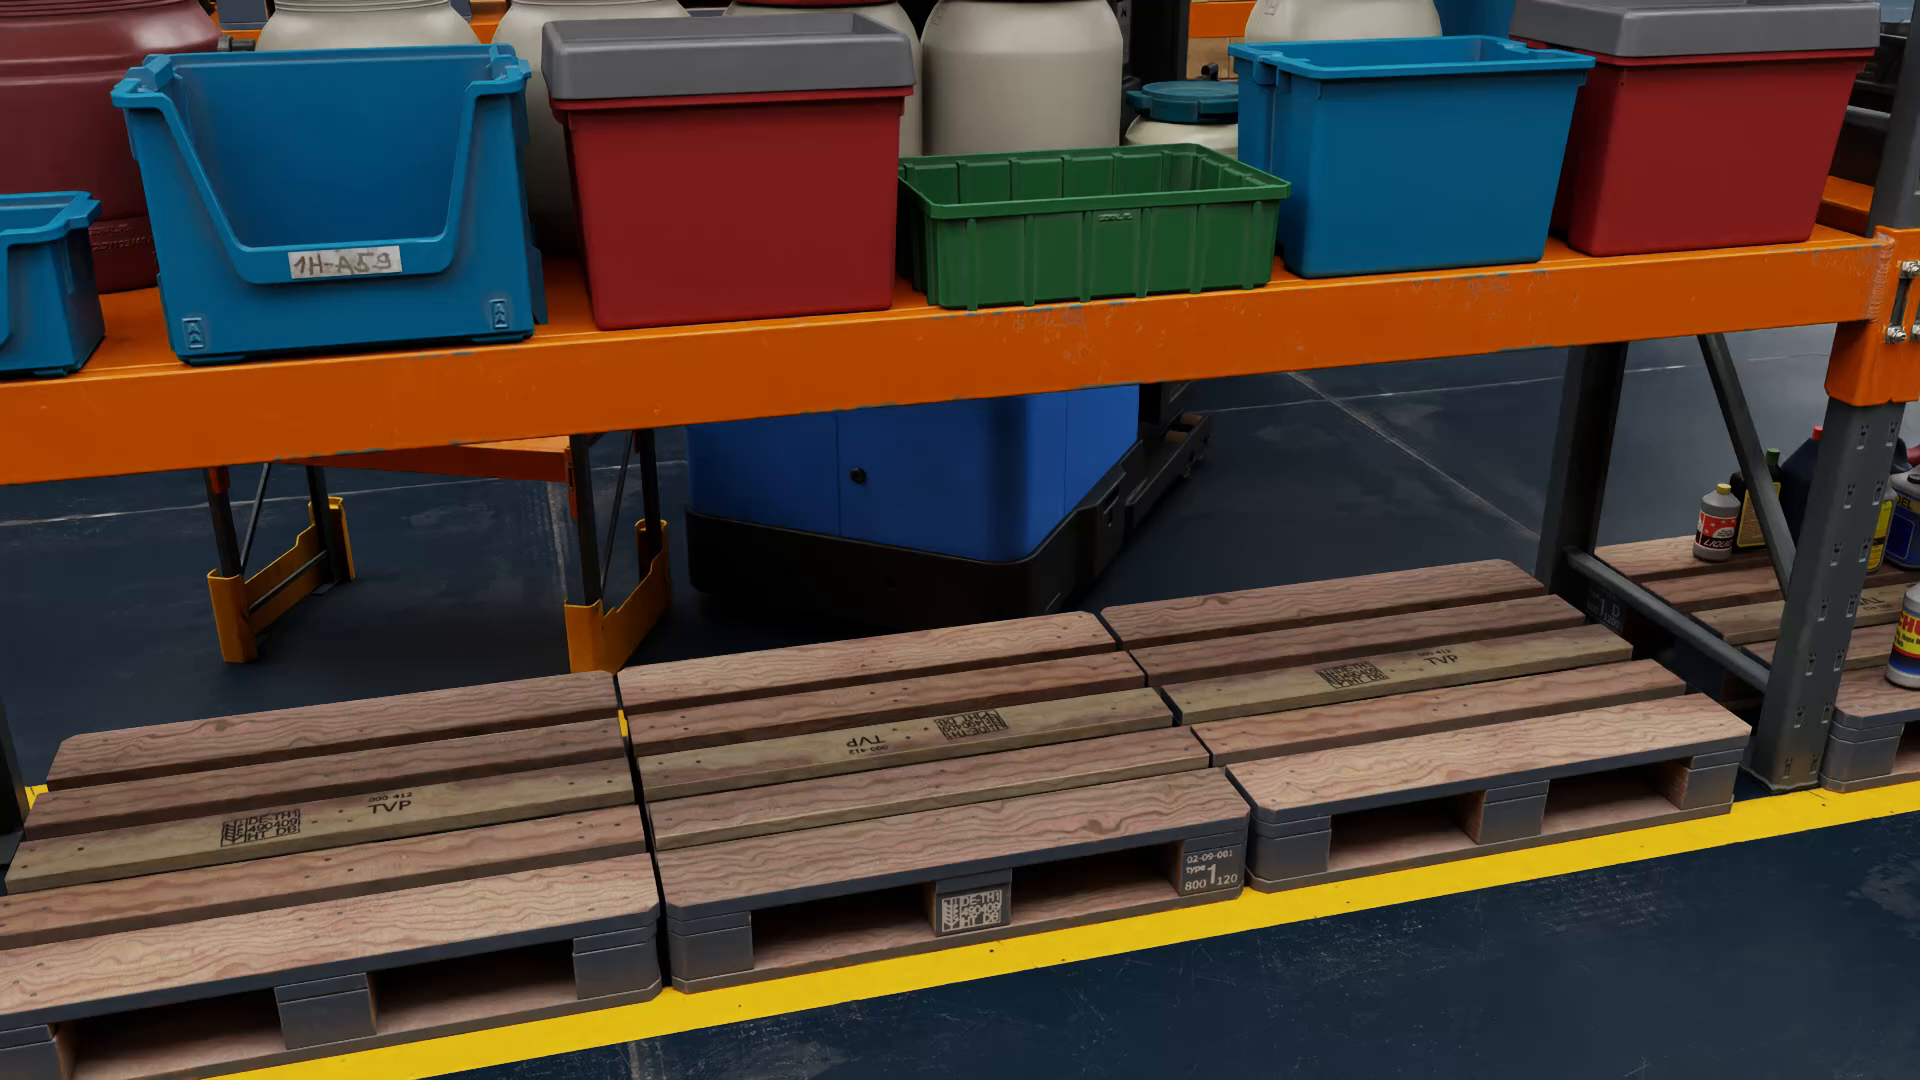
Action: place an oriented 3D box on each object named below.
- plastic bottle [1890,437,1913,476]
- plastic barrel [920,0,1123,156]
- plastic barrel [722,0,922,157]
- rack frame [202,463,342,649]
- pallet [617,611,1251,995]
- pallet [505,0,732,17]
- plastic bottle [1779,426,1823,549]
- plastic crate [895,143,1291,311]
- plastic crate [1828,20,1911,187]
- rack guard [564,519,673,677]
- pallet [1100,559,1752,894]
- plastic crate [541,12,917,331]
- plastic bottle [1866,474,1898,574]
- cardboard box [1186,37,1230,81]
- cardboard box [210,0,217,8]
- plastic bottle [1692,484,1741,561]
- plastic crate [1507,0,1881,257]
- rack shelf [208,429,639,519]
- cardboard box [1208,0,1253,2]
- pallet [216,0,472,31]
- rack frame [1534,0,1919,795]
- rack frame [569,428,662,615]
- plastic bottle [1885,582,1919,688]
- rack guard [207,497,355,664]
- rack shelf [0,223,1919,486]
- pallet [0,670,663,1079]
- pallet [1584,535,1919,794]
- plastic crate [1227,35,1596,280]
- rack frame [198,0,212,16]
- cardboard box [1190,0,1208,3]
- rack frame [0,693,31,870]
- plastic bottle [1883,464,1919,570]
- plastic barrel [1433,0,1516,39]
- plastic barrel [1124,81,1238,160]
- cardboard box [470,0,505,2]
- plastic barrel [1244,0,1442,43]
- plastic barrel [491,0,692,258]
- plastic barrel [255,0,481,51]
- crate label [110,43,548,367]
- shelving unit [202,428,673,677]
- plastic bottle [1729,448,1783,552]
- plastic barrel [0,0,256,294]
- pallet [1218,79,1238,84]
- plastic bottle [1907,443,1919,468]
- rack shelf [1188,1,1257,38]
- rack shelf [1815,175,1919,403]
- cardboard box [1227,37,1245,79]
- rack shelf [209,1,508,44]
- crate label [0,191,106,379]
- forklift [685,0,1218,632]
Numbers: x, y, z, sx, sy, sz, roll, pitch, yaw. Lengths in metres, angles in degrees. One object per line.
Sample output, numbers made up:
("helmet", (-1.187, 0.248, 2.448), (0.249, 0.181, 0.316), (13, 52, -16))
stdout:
("plastic bottle", (2.542, -0.165, 4.631), (0.185, 0.351, 0.144), (-8, 24, -17))
("plastic barrel", (0.128, -0.947, 3.481), (0.433, 0.535, 0.433), (0, 23, 0))
("plastic barrel", (-0.289, -0.901, 3.373), (0.433, 0.535, 0.433), (0, 23, 0))
("rack frame", (-1.905, -0.472, 4.449), (0.032, 1.500, 0.500), (4, 24, 9))
("pallet", (-0.108, 0.530, 3.748), (1.213, 0.211, 1.003), (-6, 24, -14))
("pallet", (-1.480, -2.574, 7.688), (1.213, 0.211, 1.003), (-6, 24, -14))
("plastic bottle", (2.357, -0.144, 4.584), (0.185, 0.351, 0.144), (-7, 24, -16))
("plastic crate", (0.214, -0.591, 3.093), (0.662, 0.188, 0.450), (-6, 24, -14))
("plastic crate", (2.353, -0.960, 3.763), (0.504, 0.338, 0.767), (-6, 24, -14))
("rack guard", (-0.923, 0.170, 4.536), (0.087, 0.250, 0.587), (4, 24, 9))
("pallet", (1.069, 0.398, 4.054), (1.213, 0.211, 1.003), (-6, 24, -14))
("plastic crate", (-0.398, -0.641, 2.858), (0.583, 0.464, 0.402), (-6, 24, -14))
("plastic bottle", (2.396, -0.090, 4.456), (0.185, 0.351, 0.144), (-6, 24, -14))
("cardboard box", (1.604, -4.206, 13.411), (0.875, 0.875, 0.875), (-7, 24, -15))
("cardboard box", (-5.205, -3.546, 11.397), (0.500, 0.250, 0.500), (-7, 24, -16))
("plastic bottle", (2.080, -0.055, 4.564), (0.097, 0.201, 0.097), (0, 23, 0))
("plastic crate", (1.431, -0.843, 3.330), (0.583, 0.464, 0.402), (-6, 24, -14))
("rack shelf", (-1.404, -0.272, 4.438), (1.000, 0.185, 0.538), (4, 24, 9))
("cardboard box", (1.242, -2.714, 8.089), (0.250, 0.149, 0.380), (-6, 24, -14))
("pallet", (-2.717, -2.464, 7.432), (1.003, 0.211, 1.213), (-6, 24, -14))
("rack frame", (1.815, -0.981, 3.733), (0.127, 3.000, 1.000), (-6, 24, -14))
("rack frame", (-0.904, -0.403, 4.286), (0.032, 1.500, 0.500), (4, 24, 9))
("plastic bottle", (2.240, 0.203, 3.876), (0.097, 0.271, 0.097), (0, 23, 0))
("rack guard", (-1.904, 0.102, 4.695), (0.087, 0.250, 0.587), (4, 24, 9))
("rack shelf", (-0.111, -0.438, 3.378), (4.000, 0.370, 1.077), (-6, 24, -14))
("pallet", (-1.280, 0.658, 3.448), (1.213, 0.211, 1.003), (-6, 24, -14))
("pallet", (2.473, 0.244, 4.413), (1.213, 0.211, 1.003), (-6, 24, -14))
("plastic crate", (0.837, -0.738, 3.187), (0.575, 0.384, 0.392), (-6, 24, -14))
("rack frame", (-3.375, -2.436, 7.123), (0.127, 3.000, 1.000), (-6, 24, -14))
("cardboard box", (1.009, -2.677, 8.003), (0.250, 0.149, 0.380), (-6, 24, -14))
("rack frame", (-2.037, -0.555, 2.740), (0.127, 3.000, 1.000), (-6, 24, -14))
("plastic bottle", (2.606, -0.077, 4.521), (0.135, 0.276, 0.152), (-6, 24, -14))
("plastic barrel", (1.361, -1.286, 3.806), (0.708, 0.901, 0.600), (-6, 24, -14))
("plastic barrel", (0.499, -0.835, 3.568), (0.301, 0.262, 0.301), (0, 23, 0))
("cardboard box", (-3.166, -3.614, 12.189), (0.750, 0.750, 1.050), (-6, 24, -14))
("plastic barrel", (0.834, -1.025, 3.663), (0.433, 0.535, 0.433), (0, 23, 0))
("plastic barrel", (-0.698, -0.842, 3.267), (0.421, 0.512, 0.421), (0, 23, 0))
("plastic barrel", (-1.104, -0.797, 3.162), (0.421, 0.512, 0.421), (0, 23, 0))
("crate label", (-1.007, -0.575, 2.740), (0.616, 0.435, 0.502), (-6, 24, -14))
("shelving unit", (-1.413, -0.438, 4.369), (1.083, 1.500, 0.587), (4, 24, 9))
("plastic bottle", (2.189, -0.112, 4.593), (0.133, 0.283, 0.061), (-5, 24, -12))
("plastic barrel", (-1.672, -0.782, 3.097), (0.708, 0.536, 0.600), (-6, 24, -14))
("pallet", (2.337, -3.785, 13.804), (1.213, 0.211, 1.003), (-6, 24, -14))
("plastic bottle", (2.687, -0.167, 4.722), (0.133, 0.283, 0.061), (-5, 24, -11))
("rack shelf", (2.402, -2.744, 8.754), (4.000, 0.370, 1.077), (-6, 24, -14))
("rack shelf", (3.740, -0.864, 4.371), (4.000, 0.370, 1.077), (-6, 24, -14))
("cardboard box", (2.450, -4.301, 13.632), (0.875, 0.875, 0.875), (-6, 24, -14))
("rack shelf", (-1.449, -2.318, 7.761), (4.000, 0.370, 1.077), (-6, 24, -14))
("crate label", (-1.530, -0.381, 2.546), (0.416, 0.233, 0.303), (-6, 24, -14))
("forklift", (0.254, -1.615, 5.297), (1.130, 2.935, 3.031), (9, 25, 21))
